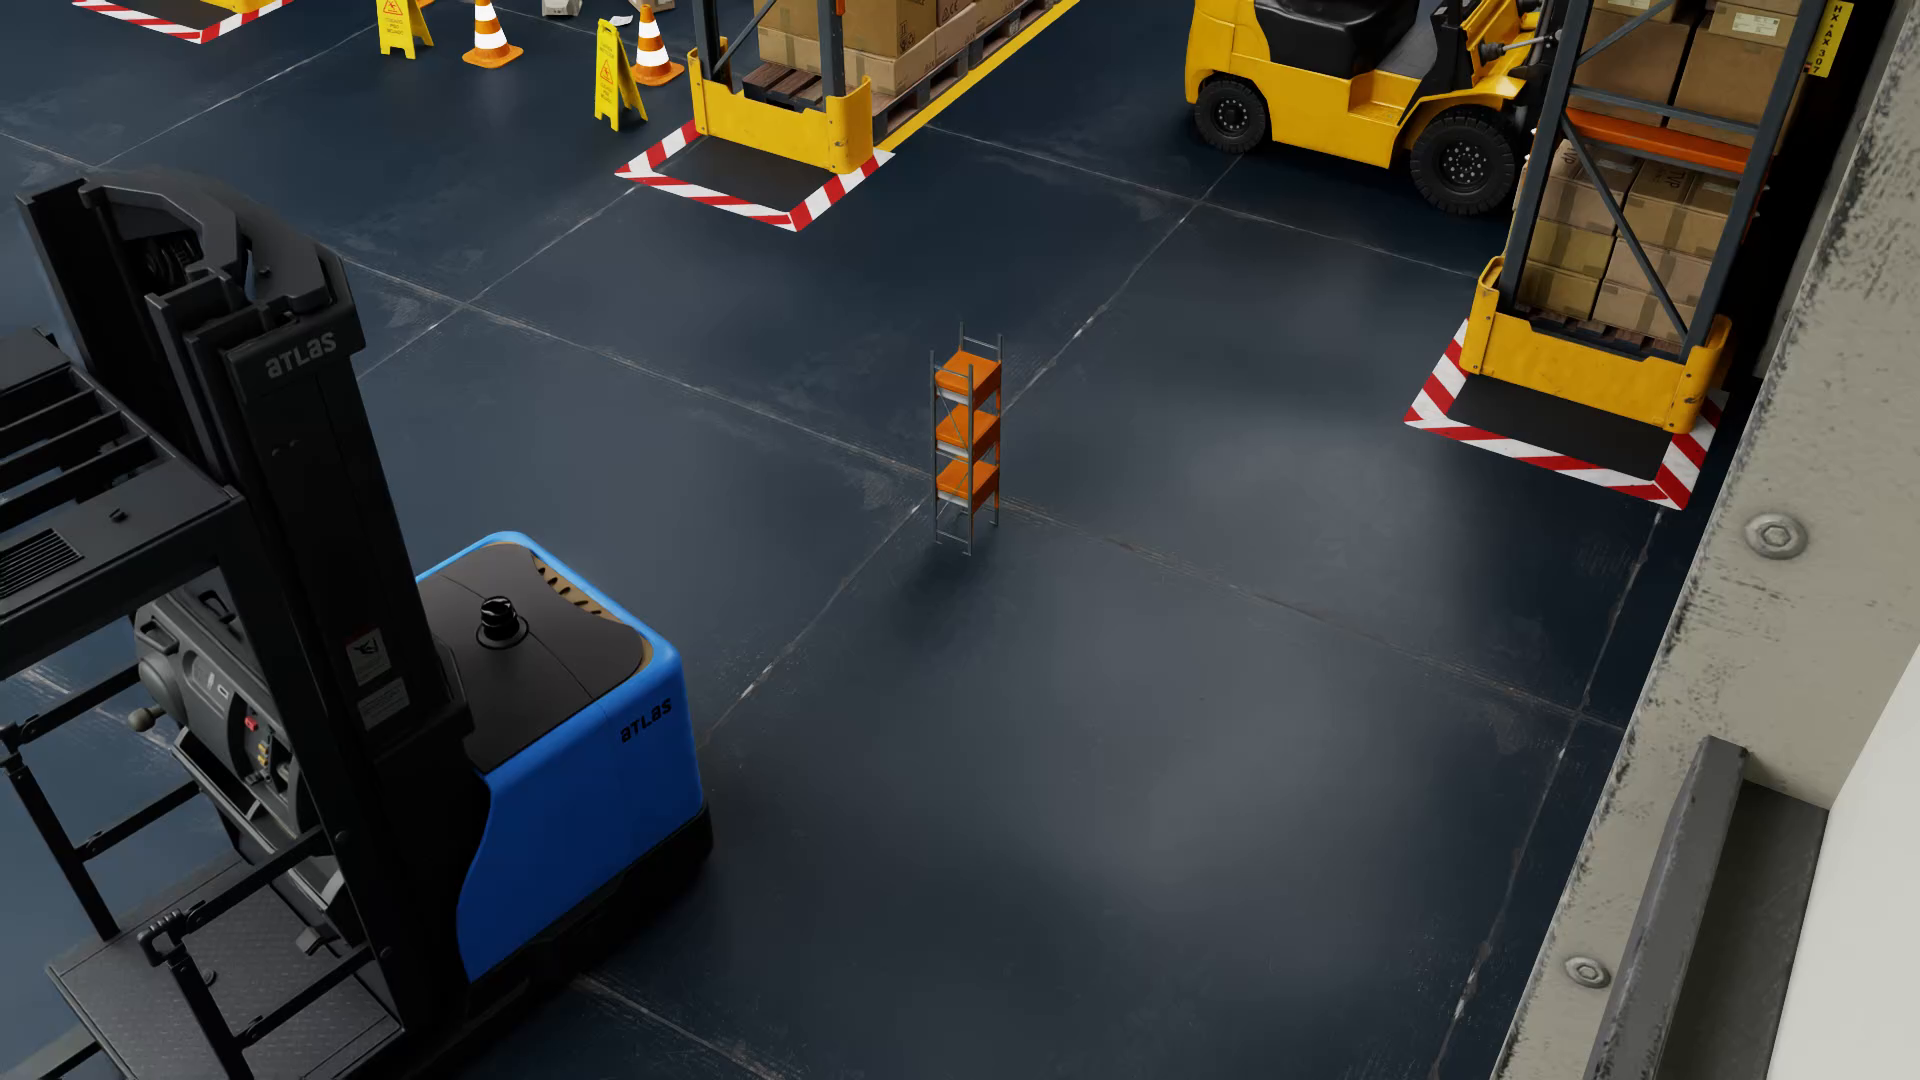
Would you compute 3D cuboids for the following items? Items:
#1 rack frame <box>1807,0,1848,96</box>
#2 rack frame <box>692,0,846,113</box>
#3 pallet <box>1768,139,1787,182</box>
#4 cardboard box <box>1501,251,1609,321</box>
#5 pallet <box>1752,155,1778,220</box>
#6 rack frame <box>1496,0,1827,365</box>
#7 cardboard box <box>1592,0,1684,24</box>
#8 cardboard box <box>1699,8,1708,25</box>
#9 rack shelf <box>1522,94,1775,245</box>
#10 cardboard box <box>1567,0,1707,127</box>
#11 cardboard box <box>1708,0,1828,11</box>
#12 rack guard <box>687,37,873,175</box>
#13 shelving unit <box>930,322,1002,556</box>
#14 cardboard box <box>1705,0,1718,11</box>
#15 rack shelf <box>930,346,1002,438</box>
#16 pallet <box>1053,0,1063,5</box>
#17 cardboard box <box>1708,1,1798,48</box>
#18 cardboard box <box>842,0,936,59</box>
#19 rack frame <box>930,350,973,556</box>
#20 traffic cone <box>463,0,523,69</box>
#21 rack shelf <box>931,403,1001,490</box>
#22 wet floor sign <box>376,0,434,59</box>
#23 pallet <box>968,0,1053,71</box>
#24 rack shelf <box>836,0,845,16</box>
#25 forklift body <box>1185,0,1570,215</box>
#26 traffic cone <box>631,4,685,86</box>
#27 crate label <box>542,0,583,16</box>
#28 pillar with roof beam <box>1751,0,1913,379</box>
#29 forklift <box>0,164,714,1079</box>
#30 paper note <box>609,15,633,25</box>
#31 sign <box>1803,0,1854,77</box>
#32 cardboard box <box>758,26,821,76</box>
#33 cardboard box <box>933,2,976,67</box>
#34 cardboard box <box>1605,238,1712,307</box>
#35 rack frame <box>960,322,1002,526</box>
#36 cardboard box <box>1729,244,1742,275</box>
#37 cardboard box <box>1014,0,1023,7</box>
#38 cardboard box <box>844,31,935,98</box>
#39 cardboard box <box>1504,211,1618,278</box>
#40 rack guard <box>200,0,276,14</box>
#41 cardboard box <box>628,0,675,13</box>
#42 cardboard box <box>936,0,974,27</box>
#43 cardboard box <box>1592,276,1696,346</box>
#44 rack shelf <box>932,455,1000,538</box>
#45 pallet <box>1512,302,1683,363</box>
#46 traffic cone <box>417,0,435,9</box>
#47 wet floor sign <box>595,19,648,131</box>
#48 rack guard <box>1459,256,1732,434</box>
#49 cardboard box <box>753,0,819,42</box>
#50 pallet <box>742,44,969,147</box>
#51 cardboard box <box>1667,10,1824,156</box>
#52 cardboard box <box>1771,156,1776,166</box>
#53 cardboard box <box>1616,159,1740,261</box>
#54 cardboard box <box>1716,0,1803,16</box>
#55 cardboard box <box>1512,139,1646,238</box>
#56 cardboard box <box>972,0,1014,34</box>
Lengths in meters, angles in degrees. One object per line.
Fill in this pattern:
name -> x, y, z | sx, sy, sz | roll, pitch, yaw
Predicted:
rack frame -> 5.161, -4.222, 10.090 | 1.000, 3.000, 0.127 | 21, 45, 22
rack frame -> -1.140, -3.573, 9.353 | 1.000, 3.000, 0.127 | 21, 45, 22
pallet -> 4.727, -2.735, 10.511 | 1.003, 0.211, 1.213 | 21, 45, 22
cardboard box -> 3.121, -1.432, 8.685 | 0.500, 0.250, 0.500 | 21, 46, 22
pallet -> 4.117, -2.034, 9.715 | 1.003, 0.211, 1.213 | 21, 45, 22
rack frame -> 3.159, -1.933, 7.491 | 1.000, 3.000, 0.127 | 21, 45, 22
cardboard box -> 3.090, -2.505, 7.574 | 0.380, 0.149, 0.250 | 22, 46, 23
cardboard box -> 3.446, -2.633, 8.210 | 0.500, 0.500, 0.500 | 22, 46, 23
rack shelf -> 4.160, -2.808, 9.029 | 1.077, 0.370, 4.000 | 21, 45, 22
cardboard box -> 3.178, -2.339, 7.877 | 0.500, 0.500, 0.500 | 20, 45, 21
cardboard box -> 3.889, -2.468, 8.023 | 0.500, 0.500, 0.500 | 22, 46, 23
rack guard -> -1.102, -2.678, 10.229 | 1.175, 0.500, 0.348 | 21, 45, 22
shelving unit -> 0.027, -0.425, 7.253 | 0.215, 1.050, 0.252 | 21, 45, 22
cardboard box -> 3.622, -2.485, 7.551 | 0.380, 0.149, 0.250 | 21, 45, 22
rack shelf -> 0.027, -0.630, 7.073 | 0.215, 0.259, 0.240 | 21, 45, 22
pallet -> 0.556, -4.419, 12.424 | 1.003, 0.211, 1.213 | 21, 45, 22
cardboard box -> 3.553, -2.323, 7.367 | 0.380, 0.149, 0.250 | 20, 45, 21
cardboard box -> -0.486, -3.364, 10.311 | 0.500, 0.500, 0.500 | 19, 45, 21
rack frame -> -0.034, -0.355, 7.174 | 0.200, 1.050, 0.008 | 21, 45, 22
traffic cone -> -3.173, -3.466, 11.151 | 0.336, 0.463, 0.334 | 21, 45, 22
rack shelf -> 0.027, -0.417, 7.260 | 0.215, 0.259, 0.240 | 21, 45, 22
wet floor sign -> -3.777, -3.597, 11.162 | 0.267, 0.644, 0.232 | 14, 43, 15
pallet -> -0.054, -3.718, 11.628 | 1.003, 0.211, 1.213 | 21, 45, 22
rack shelf -> -0.139, -4.447, 10.890 | 1.077, 0.370, 4.000 | 21, 45, 22
forklift body -> 2.529, -3.303, 9.689 | 2.313, 2.155, 1.214 | 21, 45, 22
traffic cone -> -2.042, -3.293, 10.955 | 0.336, 0.463, 0.334 | 21, 45, 22
crate label -> -2.833, -3.814, 11.793 | 0.250, 0.136, 0.298 | 0, 41, 0
pillar with roof beam -> 0.561, -5.709, 7.239 | 9.100, 9.000, 0.400 | 21, 45, 22
forklift -> -2.285, 0.576, 4.694 | 1.130, 2.935, 3.031 | 32, 50, 31
paper note -> -2.391, -3.658, 11.696 | 0.148, 0.019, 0.142 | 7, 42, 8
sign -> 3.637, -2.101, 6.967 | 0.100, 0.325, 0.005 | 21, 45, 22
cardboard box -> -0.957, -3.264, 10.765 | 0.500, 0.250, 0.500 | 21, 45, 22
cardboard box -> -0.235, -3.358, 10.872 | 0.500, 0.250, 0.500 | 23, 46, 24
cardboard box -> 3.574, -1.447, 8.324 | 0.500, 0.250, 0.500 | 22, 46, 23
rack frame -> 0.088, -0.494, 7.333 | 0.200, 1.050, 0.008 | 21, 45, 22
cardboard box -> 3.850, -1.555, 8.825 | 0.500, 0.250, 0.500 | 21, 46, 22
cardboard box -> 0.282, -3.963, 11.559 | 0.500, 0.250, 0.500 | 22, 46, 23
cardboard box -> -0.497, -3.069, 10.543 | 0.500, 0.250, 0.500 | 21, 45, 22
cardboard box -> 3.132, -1.629, 8.530 | 0.500, 0.250, 0.500 | 20, 45, 22
rack guard -> -5.488, -4.200, 11.957 | 1.175, 0.500, 0.348 | 21, 45, 22
cardboard box -> -2.234, -3.921, 11.905 | 0.250, 0.149, 0.380 | -21, 45, -22
cardboard box -> -0.228, -3.665, 10.652 | 0.500, 0.500, 0.500 | 19, 45, 21
cardboard box -> 3.574, -1.275, 8.507 | 0.500, 0.250, 0.500 | 21, 46, 22
rack shelf -> 0.027, -0.208, 7.444 | 0.215, 0.259, 0.240 | 21, 45, 22
pallet -> 3.506, -1.338, 8.926 | 1.003, 0.211, 1.213 | 21, 45, 22
traffic cone -> -3.981, -4.034, 11.797 | 0.336, 0.463, 0.334 | 21, 45, 22
wet floor sign -> -2.162, -2.934, 10.410 | 0.232, 0.644, 0.267 | -29, 49, -29
rack guard -> 3.147, -0.982, 8.302 | 1.175, 0.500, 0.348 | 21, 45, 22
cardboard box -> -0.965, -3.525, 10.494 | 0.500, 0.500, 0.500 | 21, 46, 22
pallet -> -0.665, -3.023, 10.839 | 1.003, 0.211, 1.213 | 21, 45, 22
cardboard box -> 3.648, -2.163, 7.676 | 0.500, 0.500, 0.500 | 22, 46, 23
cardboard box -> 4.589, -2.426, 9.814 | 0.500, 0.250, 0.500 | 21, 46, 22
cardboard box -> 3.564, -1.647, 8.172 | 0.500, 0.250, 0.500 | 20, 45, 21
cardboard box -> 3.512, -2.448, 7.284 | 0.380, 0.149, 0.250 | 20, 45, 21
cardboard box -> 3.120, -1.801, 8.347 | 0.500, 0.250, 0.500 | 22, 46, 23
cardboard box -> 0.027, -3.675, 11.231 | 0.500, 0.250, 0.500 | 24, 47, 25
